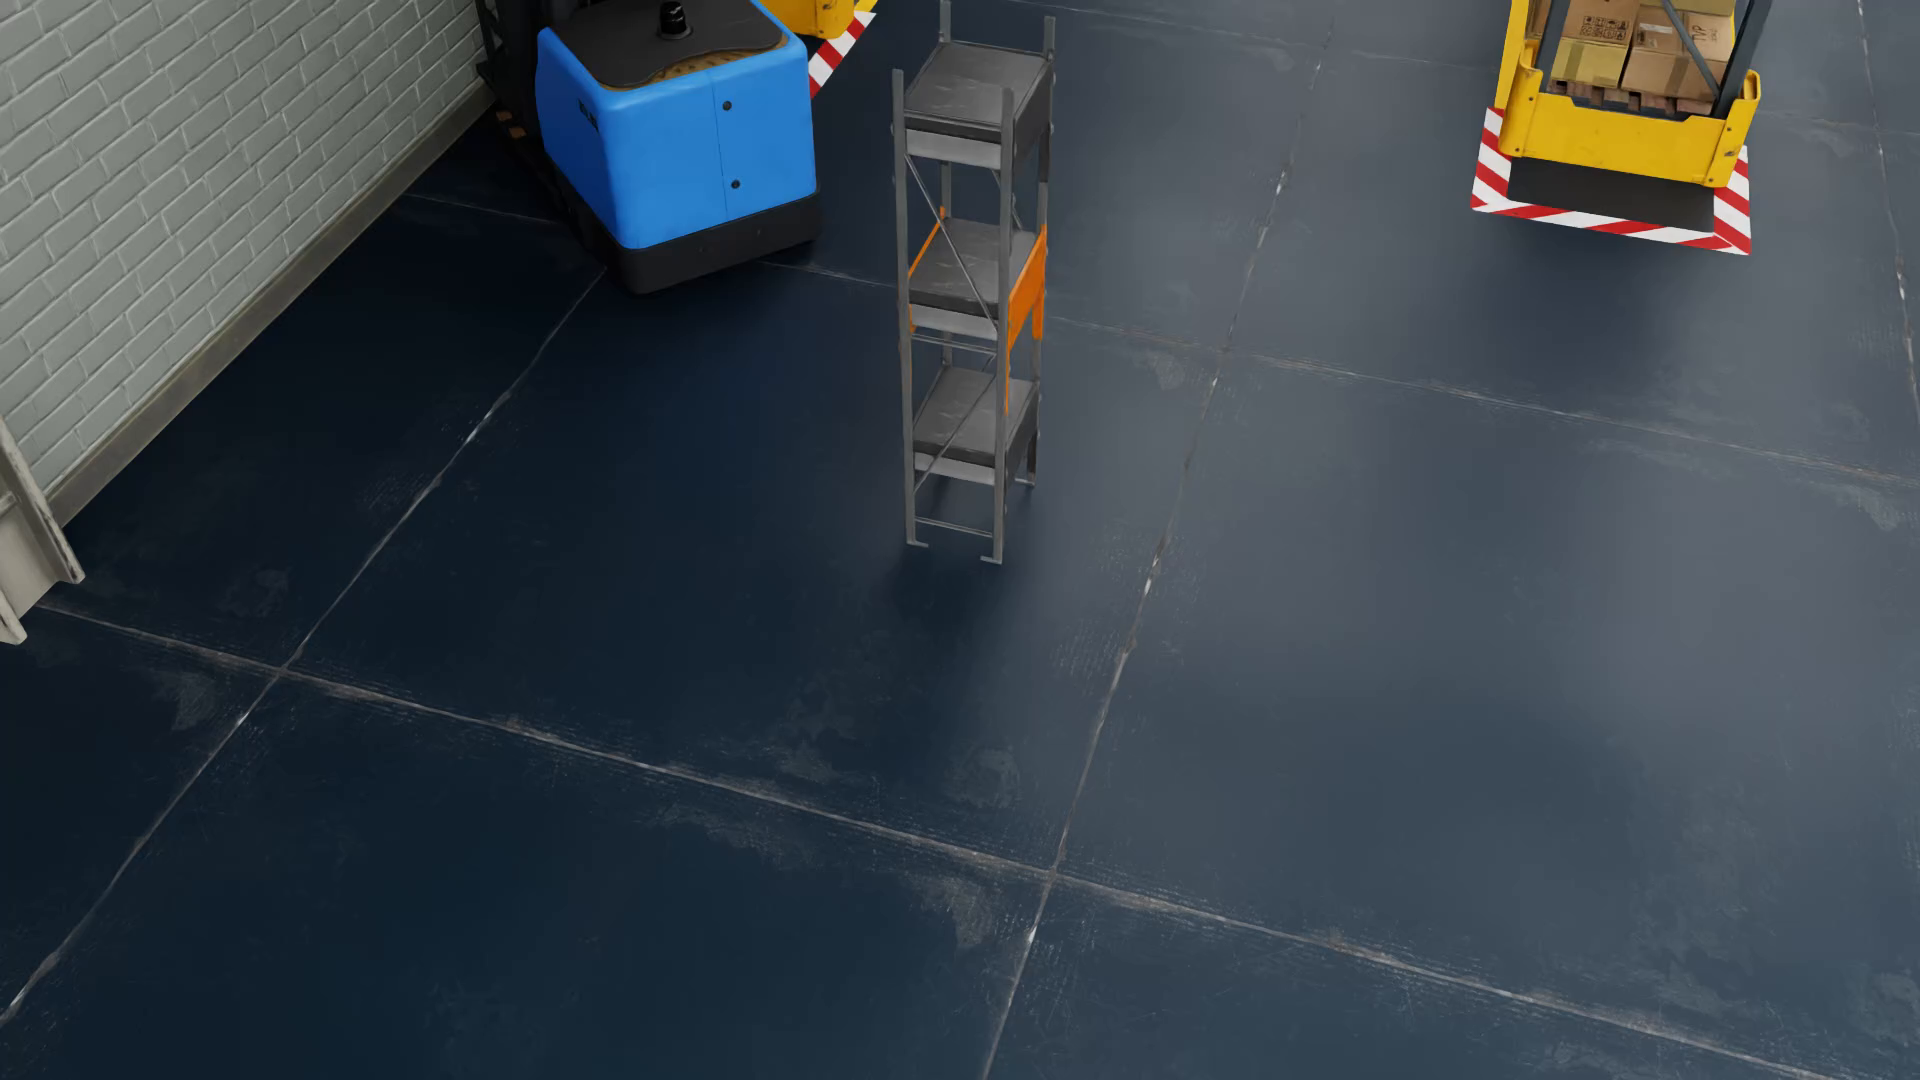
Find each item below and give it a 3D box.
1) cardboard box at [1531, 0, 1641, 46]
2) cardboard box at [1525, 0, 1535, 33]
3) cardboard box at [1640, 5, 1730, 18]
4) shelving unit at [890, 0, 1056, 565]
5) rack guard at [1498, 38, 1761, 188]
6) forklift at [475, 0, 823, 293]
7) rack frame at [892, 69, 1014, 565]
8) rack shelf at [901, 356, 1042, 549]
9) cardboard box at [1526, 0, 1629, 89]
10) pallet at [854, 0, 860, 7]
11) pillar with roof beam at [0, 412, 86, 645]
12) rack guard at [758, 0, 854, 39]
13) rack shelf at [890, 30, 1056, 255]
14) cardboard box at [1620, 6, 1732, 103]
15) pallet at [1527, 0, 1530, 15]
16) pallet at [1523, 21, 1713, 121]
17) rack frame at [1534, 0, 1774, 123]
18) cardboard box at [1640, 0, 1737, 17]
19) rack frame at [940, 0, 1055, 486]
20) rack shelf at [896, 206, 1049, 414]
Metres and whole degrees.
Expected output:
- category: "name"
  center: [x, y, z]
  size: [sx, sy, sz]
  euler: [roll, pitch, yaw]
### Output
- category: "cardboard box"
  center: [3.354, -2.993, 8.794]
  size: [0.500, 0.500, 0.500]
  euler: [13, 46, 13]
- category: "cardboard box"
  center: [3.496, -3.061, 9.399]
  size: [0.500, 0.250, 0.500]
  euler: [13, 46, 13]
- category: "cardboard box"
  center: [3.997, -2.949, 9.285]
  size: [0.500, 0.250, 0.500]
  euler: [13, 46, 13]
- category: "shelving unit"
  center: [0.050, -0.861, 6.128]
  size: [0.431, 2.100, 0.503]
  euler: [13, 46, 13]
- category: "rack guard"
  center: [3.468, -2.228, 8.669]
  size: [1.175, 0.500, 0.348]
  euler: [13, 46, 13]
- category: "forklift"
  center: [-1.865, -3.226, 7.951]
  size: [1.130, 2.935, 3.031]
  euler: [-23, 49, -22]
- category: "rack frame"
  center: [-0.024, -0.698, 5.962]
  size: [0.400, 2.100, 0.015]
  euler: [13, 46, 13]
- category: "rack shelf"
  center: [0.050, -0.351, 6.628]
  size: [0.431, 0.518, 0.480]
  euler: [13, 46, 13]
- category: "cardboard box"
  center: [3.356, -2.725, 9.056]
  size: [0.500, 0.250, 0.500]
  euler: [13, 46, 13]
- category: "pallet"
  center: [-0.944, -3.772, 10.454]
  size: [1.003, 0.211, 1.213]
  euler: [13, 46, 13]
- category: "pillar with roof beam"
  center: [0.426, -2.067, 2.428]
  size: [9.100, 9.000, 0.400]
  euler: [13, 46, 13]
- category: "rack guard"
  center: [-1.224, -3.341, 9.807]
  size: [1.175, 0.500, 0.348]
  euler: [13, 46, 13]
- category: "rack shelf"
  center: [0.050, -1.351, 5.648]
  size: [0.431, 0.518, 0.480]
  euler: [13, 46, 13]
- category: "cardboard box"
  center: [3.849, -2.615, 8.943]
  size: [0.500, 0.250, 0.500]
  euler: [13, 46, 13]
- category: "pallet"
  center: [4.038, -3.470, 10.145]
  size: [1.003, 0.211, 1.213]
  euler: [13, 46, 13]
- category: "pallet"
  center: [3.667, -2.659, 9.317]
  size: [1.003, 0.211, 1.213]
  euler: [13, 46, 13]
- category: "rack frame"
  center: [3.475, -3.137, 7.811]
  size: [1.000, 3.000, 0.127]
  euler: [13, 46, 13]
- category: "cardboard box"
  center: [3.999, -3.217, 9.022]
  size: [0.500, 0.500, 0.500]
  euler: [13, 46, 13]
- category: "rack frame"
  center: [0.124, -1.023, 6.295]
  size: [0.400, 2.100, 0.015]
  euler: [13, 46, 13]
- category: "rack shelf"
  center: [0.050, -0.851, 6.138]
  size: [0.431, 0.518, 0.480]
  euler: [13, 46, 13]
